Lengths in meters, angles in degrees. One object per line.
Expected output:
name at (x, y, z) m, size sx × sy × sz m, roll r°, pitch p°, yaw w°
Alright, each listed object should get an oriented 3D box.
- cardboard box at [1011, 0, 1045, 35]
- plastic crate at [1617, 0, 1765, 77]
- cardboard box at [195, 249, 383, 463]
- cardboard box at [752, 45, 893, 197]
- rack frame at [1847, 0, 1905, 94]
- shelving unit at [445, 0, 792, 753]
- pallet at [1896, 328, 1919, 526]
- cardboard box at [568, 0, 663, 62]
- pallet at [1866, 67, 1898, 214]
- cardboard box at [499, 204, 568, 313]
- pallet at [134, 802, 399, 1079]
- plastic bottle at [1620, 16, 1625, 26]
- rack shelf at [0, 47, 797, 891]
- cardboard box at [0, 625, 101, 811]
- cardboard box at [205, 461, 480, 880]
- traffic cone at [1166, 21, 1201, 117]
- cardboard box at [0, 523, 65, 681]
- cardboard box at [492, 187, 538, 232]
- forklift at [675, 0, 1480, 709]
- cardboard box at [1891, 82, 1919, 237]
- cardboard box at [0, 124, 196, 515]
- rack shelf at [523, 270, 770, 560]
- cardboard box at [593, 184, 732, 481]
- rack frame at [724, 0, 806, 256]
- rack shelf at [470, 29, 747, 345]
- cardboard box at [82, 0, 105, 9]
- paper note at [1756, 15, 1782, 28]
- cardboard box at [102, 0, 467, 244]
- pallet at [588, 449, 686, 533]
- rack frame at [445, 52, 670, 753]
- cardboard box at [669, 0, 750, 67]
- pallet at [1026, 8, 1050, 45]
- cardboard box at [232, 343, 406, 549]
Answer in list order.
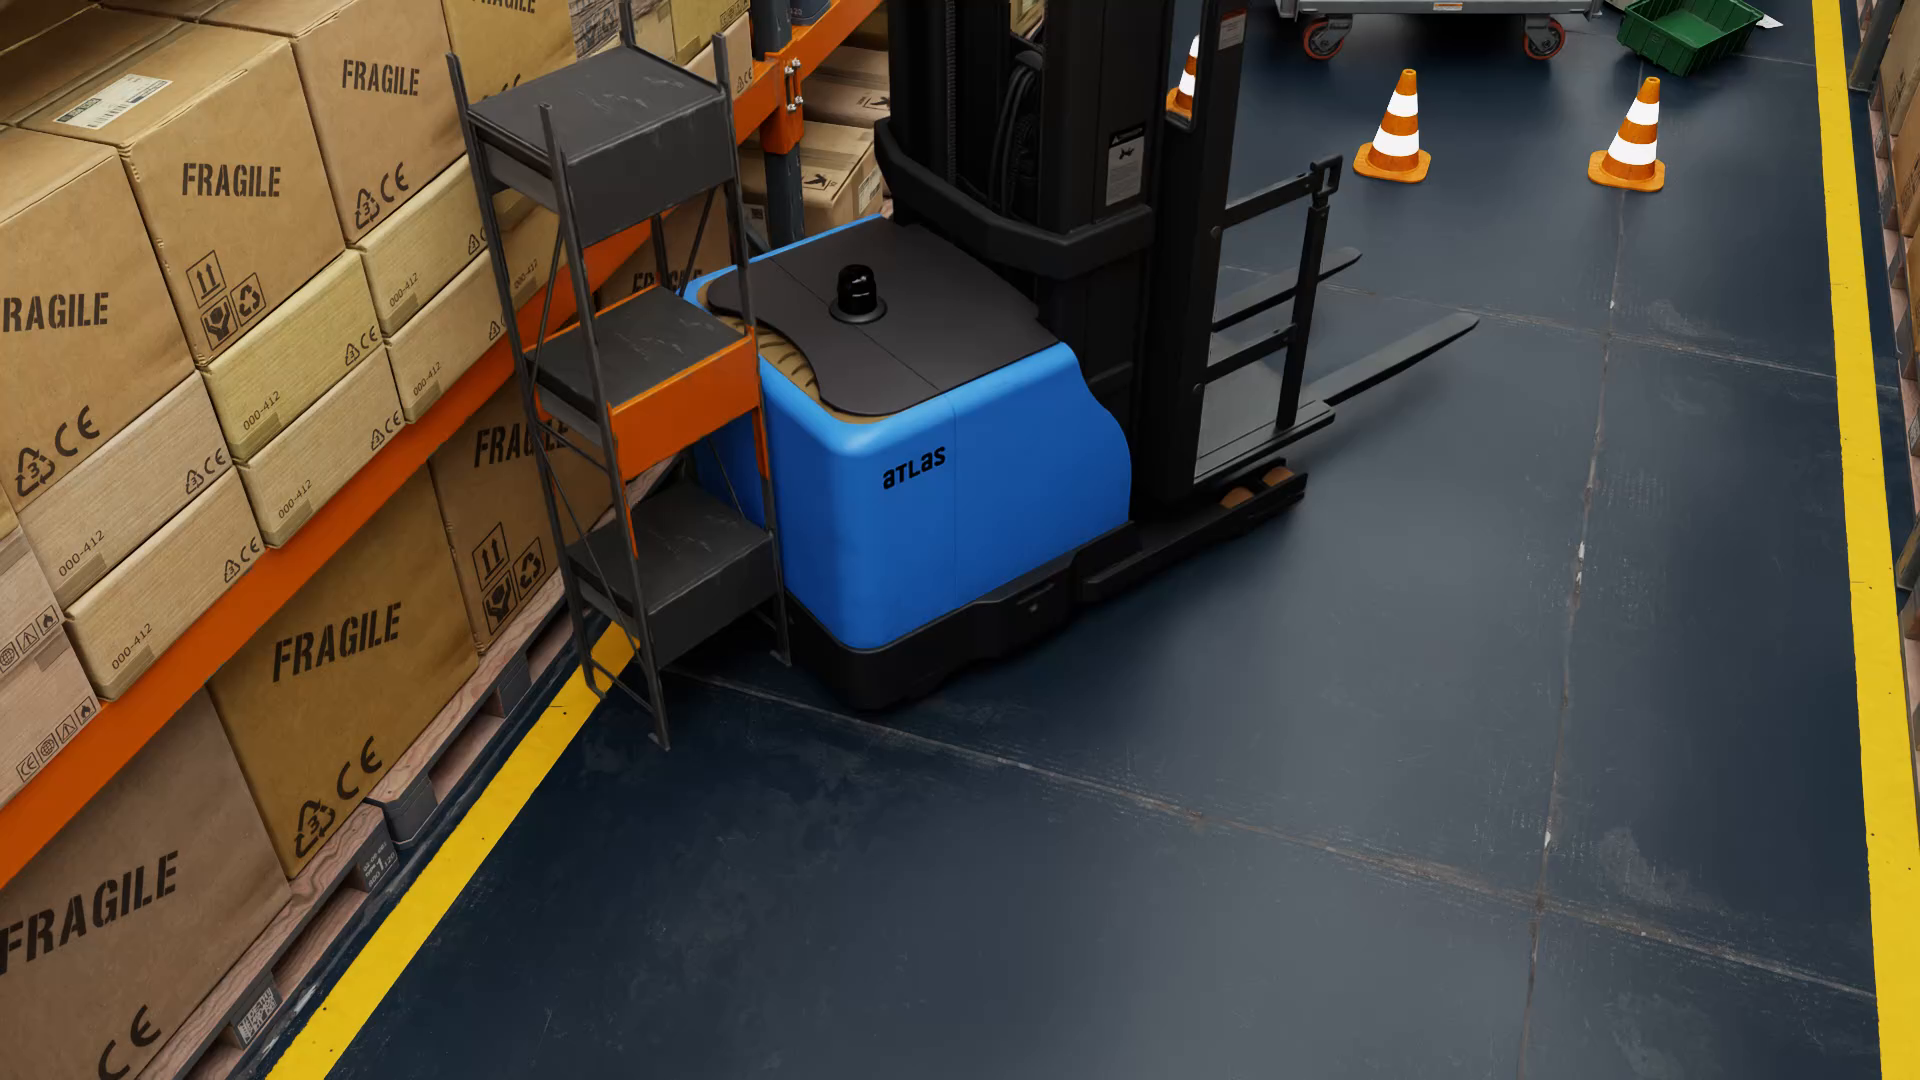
cardboard box at (-0.120, -2.778, 8.396) m, size 0.950 × 0.372 × 0.625 m, roll 16°, pitch 43°, yaw 18°
plastic crate at (3.814, -2.689, 8.713) m, size 0.662 × 0.188 × 0.450 m, roll -29°, pitch 58°, yaw -29°
cardboard box at (-1.671, -0.463, 3.712) m, size 0.500 × 0.250 × 0.500 m, roll 14°, pitch 42°, yaw 16°
cardboard box at (-0.620, -1.892, 7.358) m, size 0.950 × 0.372 × 0.625 m, roll 13°, pitch 42°, yaw 14°
rack frame at (4.986, -3.340, 7.354) m, size 1.000 × 3.000 × 0.127 m, roll 13°, pitch 42°, yaw 15°
shelving unit at (-0.859, -0.359, 4.545) m, size 0.431 × 2.100 × 0.503 m, roll 32°, pitch 51°, yaw 32°
pallet at (3.959, -0.304, 5.944) m, size 1.003 × 0.211 × 1.213 m, roll 13°, pitch 42°, yaw 15°
cardboard box at (-1.167, -1.668, 4.547) m, size 0.500 × 0.500 × 0.500 m, roll 14°, pitch 42°, yaw 16°
pallet at (4.793, -1.792, 7.688) m, size 1.003 × 0.211 × 1.213 m, roll 13°, pitch 42°, yaw 15°
cardboard box at (-1.344, -0.896, 4.605) m, size 0.500 × 0.250 × 0.500 m, roll 13°, pitch 42°, yaw 15°
pallet at (-2.243, 1.075, 4.327) m, size 1.003 × 0.211 × 1.213 m, roll 13°, pitch 42°, yaw 15°
plastic bottle at (3.662, -2.726, 8.898) m, size 0.133 × 0.061 × 0.283 m, roll -7°, pitch 41°, yaw -8°
rack shelf at (-1.752, -0.444, 4.514) m, size 1.077 × 0.370 × 4.000 m, roll 13°, pitch 42°, yaw 15°
cardboard box at (-2.037, 0.349, 3.145) m, size 0.500 × 0.250 × 0.500 m, roll 12°, pitch 42°, yaw 14°
cardboard box at (-1.997, 0.202, 4.516) m, size 0.875 × 0.875 × 0.875 m, roll 14°, pitch 43°, yaw 16°
traffic cone at (1.192, -2.345, 8.142) m, size 0.336 × 0.463 × 0.334 m, roll 13°, pitch 42°, yaw 15°
cardboard box at (-2.020, 0.163, 2.978) m, size 0.500 × 0.250 × 0.500 m, roll 12°, pitch 42°, yaw 14°
cardboard box at (-1.322, -1.089, 4.445) m, size 0.500 × 0.250 × 0.500 m, roll 12°, pitch 42°, yaw 14°
forklift at (0.596, -1.381, 5.110) m, size 3.031 × 2.935 × 1.130 m, roll -26°, pitch 47°, yaw -27°
cardboard box at (4.525, -1.658, 6.792) m, size 1.050 × 0.750 × 0.750 m, roll 13°, pitch 42°, yaw 15°
cardboard box at (-1.867, -0.438, 3.104) m, size 0.500 × 0.500 × 0.500 m, roll 13°, pitch 42°, yaw 15°
rack shelf at (-0.859, -0.349, 4.554) m, size 0.431 × 0.518 × 0.480 m, roll 32°, pitch 51°, yaw 32°
cardboard box at (-1.382, -0.886, 5.791) m, size 0.875 × 0.875 × 0.875 m, roll 13°, pitch 42°, yaw 15°
rack frame at (-1.068, -1.938, 5.710) m, size 1.000 × 3.000 × 0.127 m, roll 13°, pitch 42°, yaw 15°
rack shelf at (-0.863, -0.874, 4.091) m, size 0.431 × 0.518 × 0.480 m, roll 32°, pitch 51°, yaw 32°
cardboard box at (-1.994, -1.186, 3.981) m, size 0.500 × 0.500 × 0.500 m, roll 14°, pitch 42°, yaw 16°
paper note at (4.365, -2.822, 9.034) m, size 0.147 × 0.020 × 0.142 m, roll -13°, pitch 42°, yaw -15°
cardboard box at (-1.522, -1.060, 3.833) m, size 0.500 × 0.500 × 0.500 m, roll 13°, pitch 42°, yaw 14°
pallet at (-1.408, -0.413, 6.071) m, size 1.003 × 0.211 × 1.213 m, roll 13°, pitch 42°, yaw 15°
rack frame at (-1.028, -0.242, 4.414) m, size 0.400 × 2.100 × 0.015 m, roll 32°, pitch 51°, yaw 32°
cardboard box at (-0.995, -1.719, 5.184) m, size 0.500 × 0.250 × 0.500 m, roll 13°, pitch 42°, yaw 15°
pallet at (0.035, -2.841, 8.918) m, size 1.003 × 0.211 × 1.213 m, roll 13°, pitch 42°, yaw 15°
cardboard box at (-1.671, -0.276, 3.878) m, size 0.500 × 0.250 × 0.500 m, roll 13°, pitch 42°, yaw 15°
